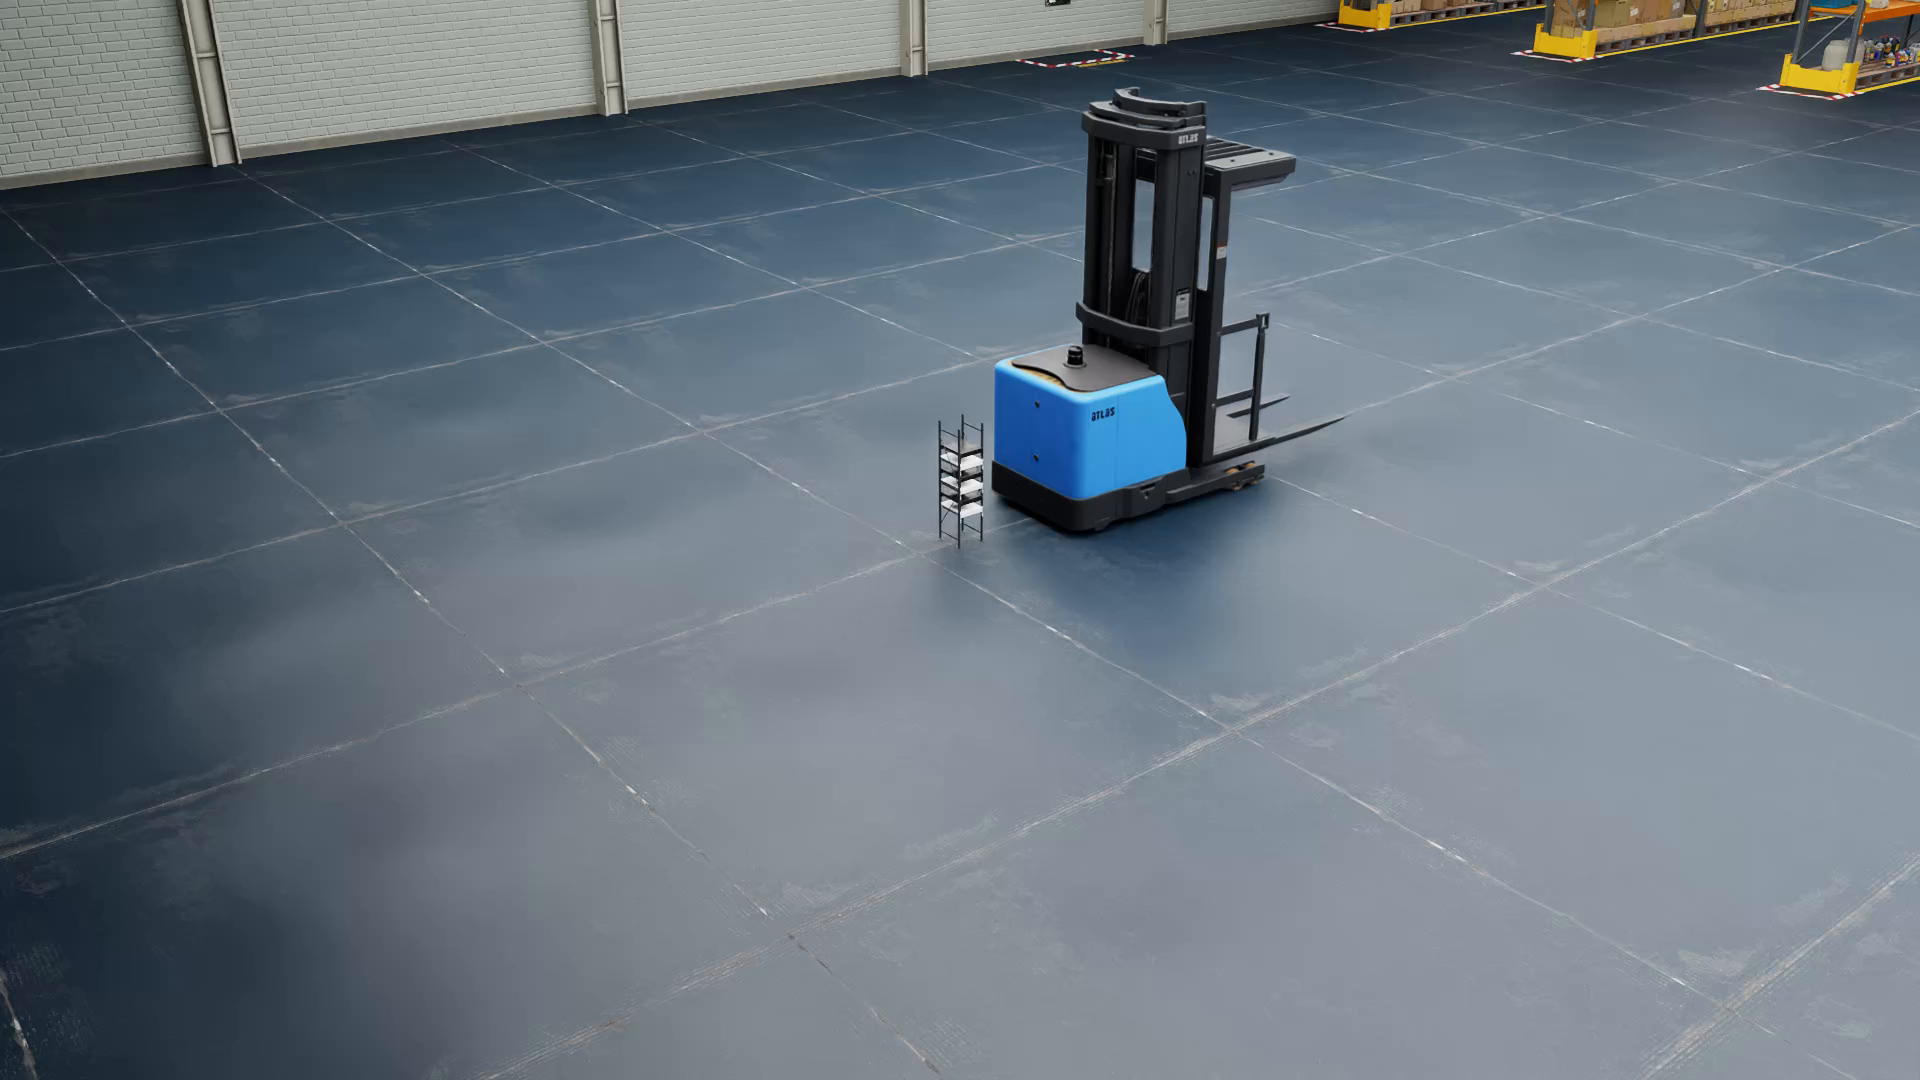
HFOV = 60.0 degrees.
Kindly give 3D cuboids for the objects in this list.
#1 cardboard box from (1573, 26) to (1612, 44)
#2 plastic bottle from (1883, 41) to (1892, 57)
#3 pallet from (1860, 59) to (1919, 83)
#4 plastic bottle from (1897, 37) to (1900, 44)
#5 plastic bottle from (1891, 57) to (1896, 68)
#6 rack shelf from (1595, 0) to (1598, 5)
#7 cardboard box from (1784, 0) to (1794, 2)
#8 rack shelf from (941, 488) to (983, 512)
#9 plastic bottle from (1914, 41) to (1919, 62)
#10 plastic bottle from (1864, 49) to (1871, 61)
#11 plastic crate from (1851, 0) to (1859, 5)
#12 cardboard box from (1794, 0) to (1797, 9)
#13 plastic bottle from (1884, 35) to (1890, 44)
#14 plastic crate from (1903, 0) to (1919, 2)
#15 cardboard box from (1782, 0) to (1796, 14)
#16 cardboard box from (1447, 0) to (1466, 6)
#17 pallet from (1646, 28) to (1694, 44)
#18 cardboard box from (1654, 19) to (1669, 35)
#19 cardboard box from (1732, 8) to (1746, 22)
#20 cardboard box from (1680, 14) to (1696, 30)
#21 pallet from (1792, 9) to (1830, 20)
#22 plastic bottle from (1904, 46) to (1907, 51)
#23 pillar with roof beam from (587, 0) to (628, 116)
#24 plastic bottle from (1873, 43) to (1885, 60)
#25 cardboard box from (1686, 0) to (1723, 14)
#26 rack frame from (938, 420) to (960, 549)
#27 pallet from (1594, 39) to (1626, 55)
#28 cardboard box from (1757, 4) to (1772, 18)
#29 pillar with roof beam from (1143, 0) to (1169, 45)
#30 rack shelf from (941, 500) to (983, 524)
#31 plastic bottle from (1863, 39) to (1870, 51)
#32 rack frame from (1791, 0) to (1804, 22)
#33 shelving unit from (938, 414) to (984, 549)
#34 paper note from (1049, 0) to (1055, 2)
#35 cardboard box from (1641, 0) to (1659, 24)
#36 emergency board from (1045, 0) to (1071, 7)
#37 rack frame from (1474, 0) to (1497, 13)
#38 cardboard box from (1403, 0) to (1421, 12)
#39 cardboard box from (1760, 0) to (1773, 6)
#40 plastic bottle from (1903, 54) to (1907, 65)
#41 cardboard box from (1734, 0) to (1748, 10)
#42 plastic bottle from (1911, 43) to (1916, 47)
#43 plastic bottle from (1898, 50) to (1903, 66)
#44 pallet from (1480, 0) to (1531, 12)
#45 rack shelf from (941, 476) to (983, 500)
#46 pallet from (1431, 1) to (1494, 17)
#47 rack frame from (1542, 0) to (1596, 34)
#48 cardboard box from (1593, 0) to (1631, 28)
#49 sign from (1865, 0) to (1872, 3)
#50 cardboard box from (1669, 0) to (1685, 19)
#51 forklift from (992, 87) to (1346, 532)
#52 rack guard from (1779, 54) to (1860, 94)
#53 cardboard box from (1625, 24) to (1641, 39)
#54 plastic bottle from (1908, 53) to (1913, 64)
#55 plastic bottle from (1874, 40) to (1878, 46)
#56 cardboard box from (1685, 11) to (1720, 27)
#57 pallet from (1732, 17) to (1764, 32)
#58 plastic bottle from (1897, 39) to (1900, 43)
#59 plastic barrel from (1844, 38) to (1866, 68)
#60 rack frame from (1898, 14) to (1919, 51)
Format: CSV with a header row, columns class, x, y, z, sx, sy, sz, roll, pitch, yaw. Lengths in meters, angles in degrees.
class,x,y,z,sx,sy,sz,roll,pitch,yaw
cardboard box,12.218,-9.757,32.104,0.500,0.250,0.500,-18,31,-34
plastic bottle,16.929,-8.957,30.332,0.097,0.271,0.097,0,25,0
pallet,16.345,-8.401,29.727,1.213,0.211,1.003,-18,31,-34
plastic bottle,17.339,-9.169,30.790,0.097,0.271,0.097,0,25,0
plastic bottle,16.413,-8.431,29.281,0.097,0.201,0.097,0,25,0
rack shelf,13.233,-10.941,32.743,4.000,0.370,1.077,-18,31,-34
cardboard box,17.694,-11.806,35.853,0.500,0.311,0.500,-17,30,-33
rack shelf,0.006,-0.298,11.744,0.200,0.077,0.258,-18,31,-34
plastic bottle,17.126,-8.746,29.784,0.185,0.351,0.144,-18,31,-34
plastic bottle,16.303,-8.714,29.892,0.097,0.201,0.097,0,25,0
plastic crate,15.436,-9.434,28.819,0.408,0.251,0.499,-18,31,-34
cardboard box,18.489,-11.915,36.434,0.500,0.500,0.500,-17,30,-32
plastic bottle,16.969,-9.071,30.483,0.185,0.351,0.144,-17,30,-33
plastic crate,16.739,-9.520,29.139,0.437,0.136,0.530,-18,31,-34
cardboard box,17.691,-11.552,35.972,0.500,0.250,0.500,-17,30,-33
cardboard box,10.955,-12.210,37.069,0.500,0.500,0.500,-21,32,-38
pallet,14.155,-10.329,33.883,1.213,0.211,1.003,-18,31,-34
cardboard box,13.793,-10.276,33.223,0.500,0.250,0.500,-18,31,-34
cardboard box,16.086,-11.021,34.827,0.500,0.250,0.500,-19,31,-36
cardboard box,14.577,-10.537,33.786,0.500,0.250,0.500,-18,31,-34
pallet,18.565,-11.742,36.928,1.213,0.211,1.003,-18,31,-34
plastic bottle,16.930,-8.710,29.786,0.133,0.283,0.061,-18,31,-34
pillar with roof beam,-2.892,-9.475,21.604,0.400,9.000,9.100,-18,31,-34
plastic bottle,16.597,-8.835,30.063,0.135,0.276,0.152,-18,31,-34
cardboard box,15.286,-11.009,34.137,0.500,0.311,0.500,-18,30,-34
rack frame,-0.074,-0.384,11.635,0.006,0.900,0.240,-18,31,-34
pallet,12.235,-9.695,32.517,1.213,0.211,1.003,-18,31,-34
cardboard box,16.890,-11.287,35.401,0.500,0.250,0.500,-17,30,-33
pillar with roof beam,6.551,-12.593,28.321,0.400,9.000,9.100,-18,31,-34
rack shelf,0.006,-0.217,11.782,0.200,0.077,0.258,-18,31,-34
plastic bottle,16.340,-8.863,30.035,0.185,0.351,0.144,-17,30,-32
rack frame,17.954,-12.826,35.950,0.127,3.000,1.000,-18,31,-34
shelving unit,0.006,-0.410,11.692,0.210,0.900,0.258,-18,31,-34
paper note,1.745,-10.246,31.437,0.142,0.148,0.016,-18,31,-34
cardboard box,13.400,-10.485,32.784,0.500,0.500,0.500,-18,31,-34
emergency board,1.927,-10.668,31.301,0.643,1.169,0.194,-18,31,-34
rack frame,11.747,-13.427,37.245,0.127,3.000,1.000,-18,31,-34
cardboard box,9.648,-11.666,36.121,0.500,0.311,0.500,-15,29,-30
cardboard box,16.890,-11.538,35.277,0.500,0.311,0.500,-18,31,-34
plastic bottle,16.758,-8.545,29.526,0.097,0.201,0.097,0,25,0
cardboard box,16.089,-11.272,34.704,0.500,0.311,0.500,-19,31,-36
plastic bottle,17.269,-8.839,30.072,0.135,0.276,0.152,-18,31,-34
plastic bottle,16.601,-8.525,29.400,0.097,0.271,0.097,0,25,0
pallet,12.359,-12.365,38.269,1.213,0.211,1.003,-18,31,-34
rack shelf,0.006,-0.380,11.706,0.200,0.077,0.258,-18,31,-34
pallet,11.240,-11.976,37.431,1.213,0.211,1.003,-18,31,-34
rack frame,11.659,-10.748,31.472,0.127,3.000,1.000,-18,31,-34
cardboard box,12.611,-10.227,32.227,0.500,0.500,0.500,-18,31,-34
sign,15.049,-9.048,27.481,0.005,0.325,0.100,-18,31,-34
cardboard box,14.176,-10.751,33.356,0.500,0.500,0.500,-18,31,-34
forklift,1.725,-1.868,12.420,3.031,2.935,1.130,-17,30,-33
rack guard,14.743,-8.007,28.537,0.348,0.500,1.175,-18,31,-34
cardboard box,13.003,-10.017,32.666,0.500,0.250,0.500,-18,31,-34
plastic bottle,16.920,-8.598,29.642,0.097,0.201,0.097,0,25,0
plastic bottle,16.665,-8.962,30.329,0.133,0.283,0.061,-17,30,-32
cardboard box,15.277,-10.753,34.250,0.500,0.250,0.500,-19,31,-35
pallet,16.323,-11.045,35.425,1.213,0.211,1.003,-18,31,-34
plastic bottle,17.168,-9.047,30.511,0.133,0.283,0.061,-18,31,-34
plastic barrel,15.578,-8.494,29.073,0.421,0.512,0.421,0,25,0
rack frame,17.860,-10.145,30.173,0.127,3.000,1.000,-18,31,-34
